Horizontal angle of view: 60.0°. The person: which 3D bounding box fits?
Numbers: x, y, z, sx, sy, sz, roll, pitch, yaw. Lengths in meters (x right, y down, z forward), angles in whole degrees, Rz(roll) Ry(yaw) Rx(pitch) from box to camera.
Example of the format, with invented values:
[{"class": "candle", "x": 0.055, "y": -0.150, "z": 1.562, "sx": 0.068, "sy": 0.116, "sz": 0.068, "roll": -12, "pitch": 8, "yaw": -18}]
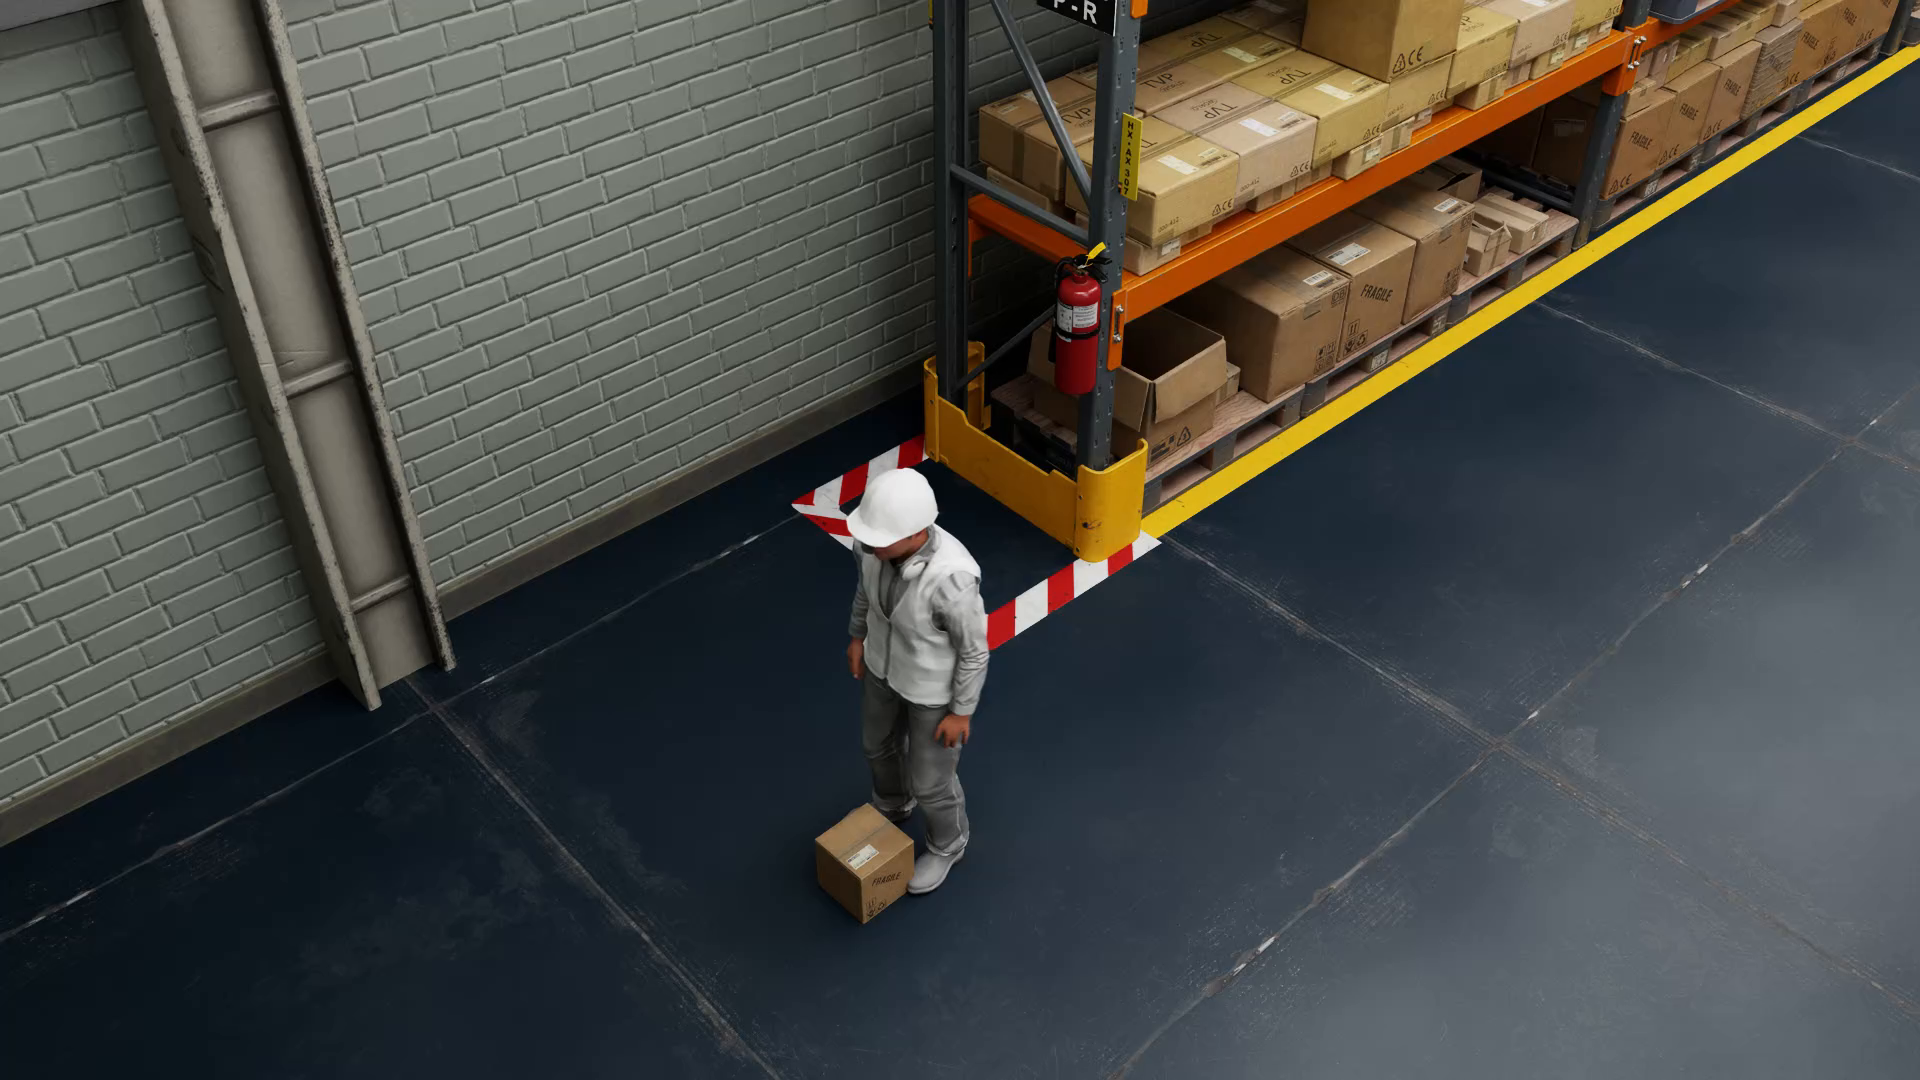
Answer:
[{"class": "person", "x": -0.156, "y": 0.453, "z": 5.587, "sx": 0.465, "sy": 1.771, "sz": 0.582, "roll": -31, "pitch": 48, "yaw": -32}]
